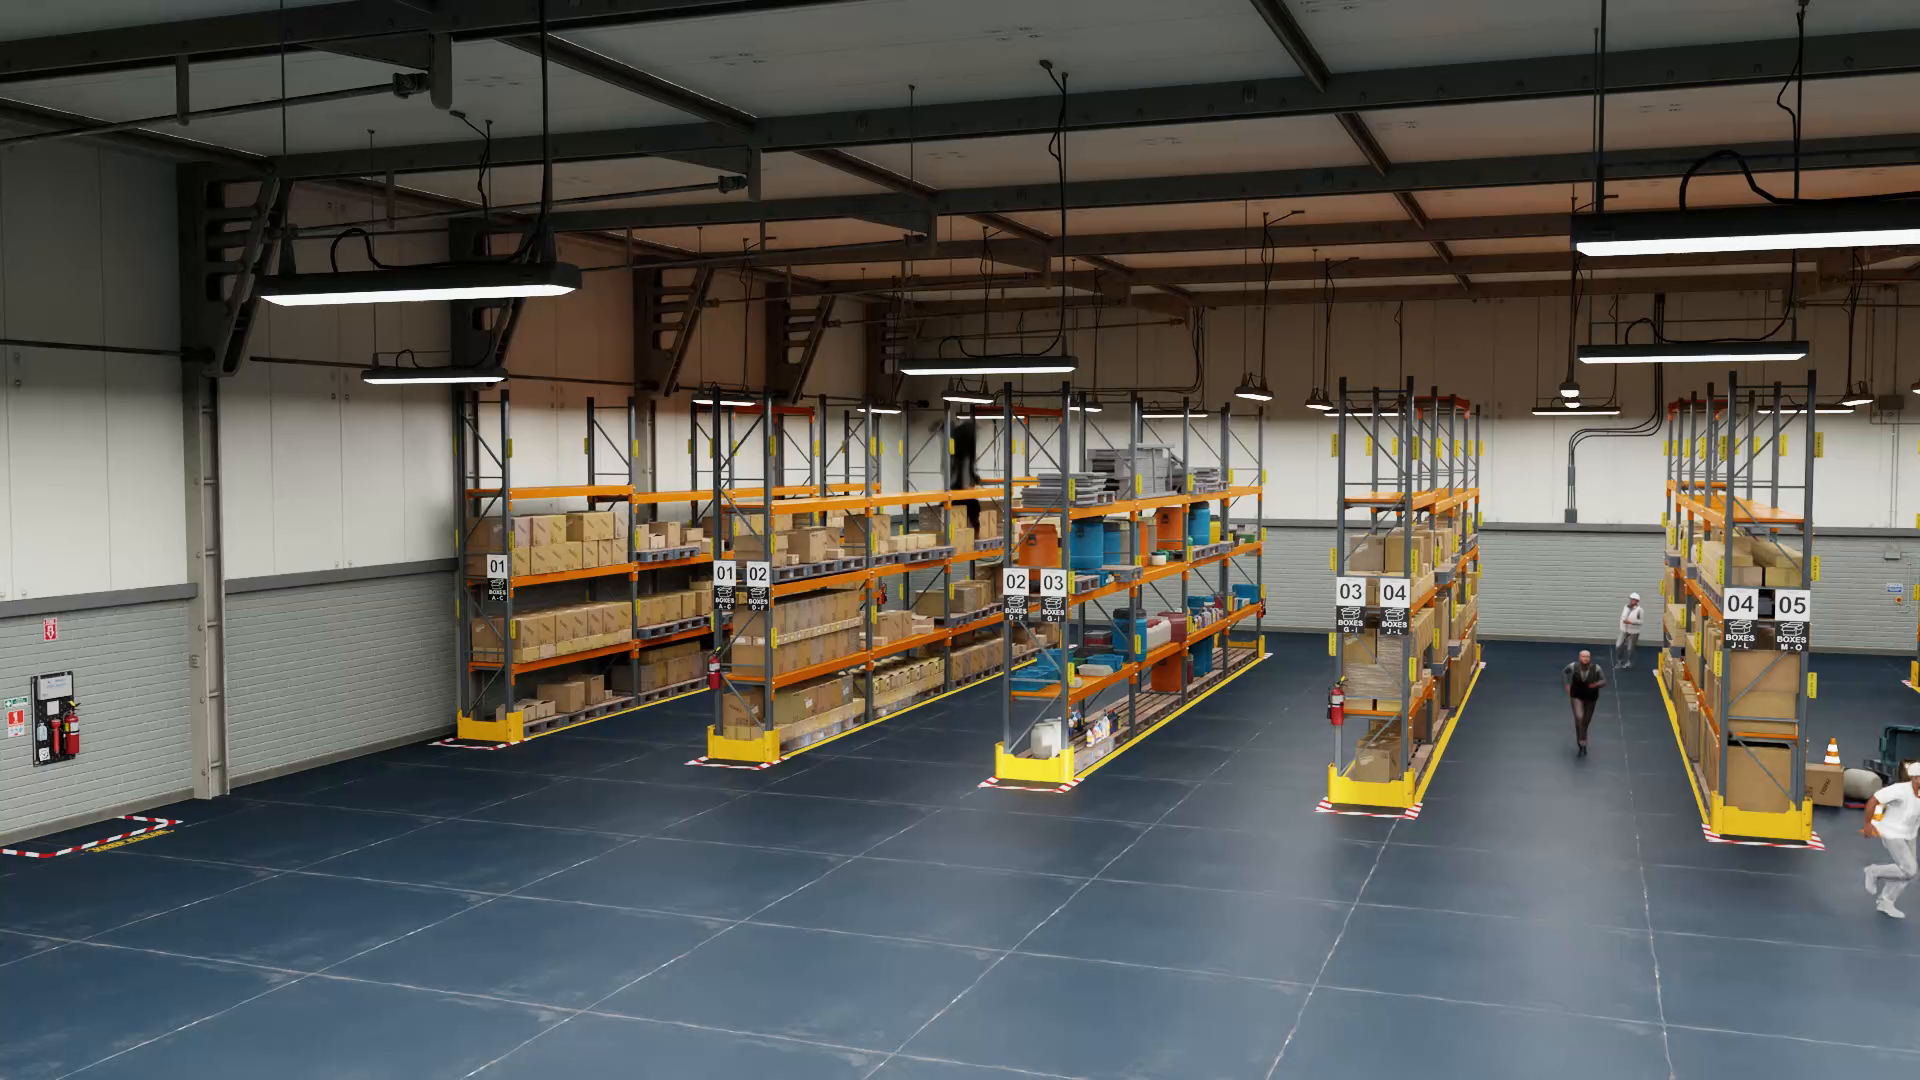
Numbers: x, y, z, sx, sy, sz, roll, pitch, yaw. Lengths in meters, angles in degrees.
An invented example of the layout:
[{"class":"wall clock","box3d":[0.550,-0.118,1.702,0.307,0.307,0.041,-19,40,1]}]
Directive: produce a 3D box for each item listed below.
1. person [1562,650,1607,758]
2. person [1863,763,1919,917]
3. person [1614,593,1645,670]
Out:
[{"class":"person","box3d":[10.266,2.655,27.381,0.658,1.735,1.019,1,3,11]},{"class":"person","box3d":[10.079,3.191,17.794,0.689,1.686,0.736,-2,4,-31]},{"class":"person","box3d":[15.157,2.081,37.508,0.678,1.799,0.668,-3,4,-43]}]
